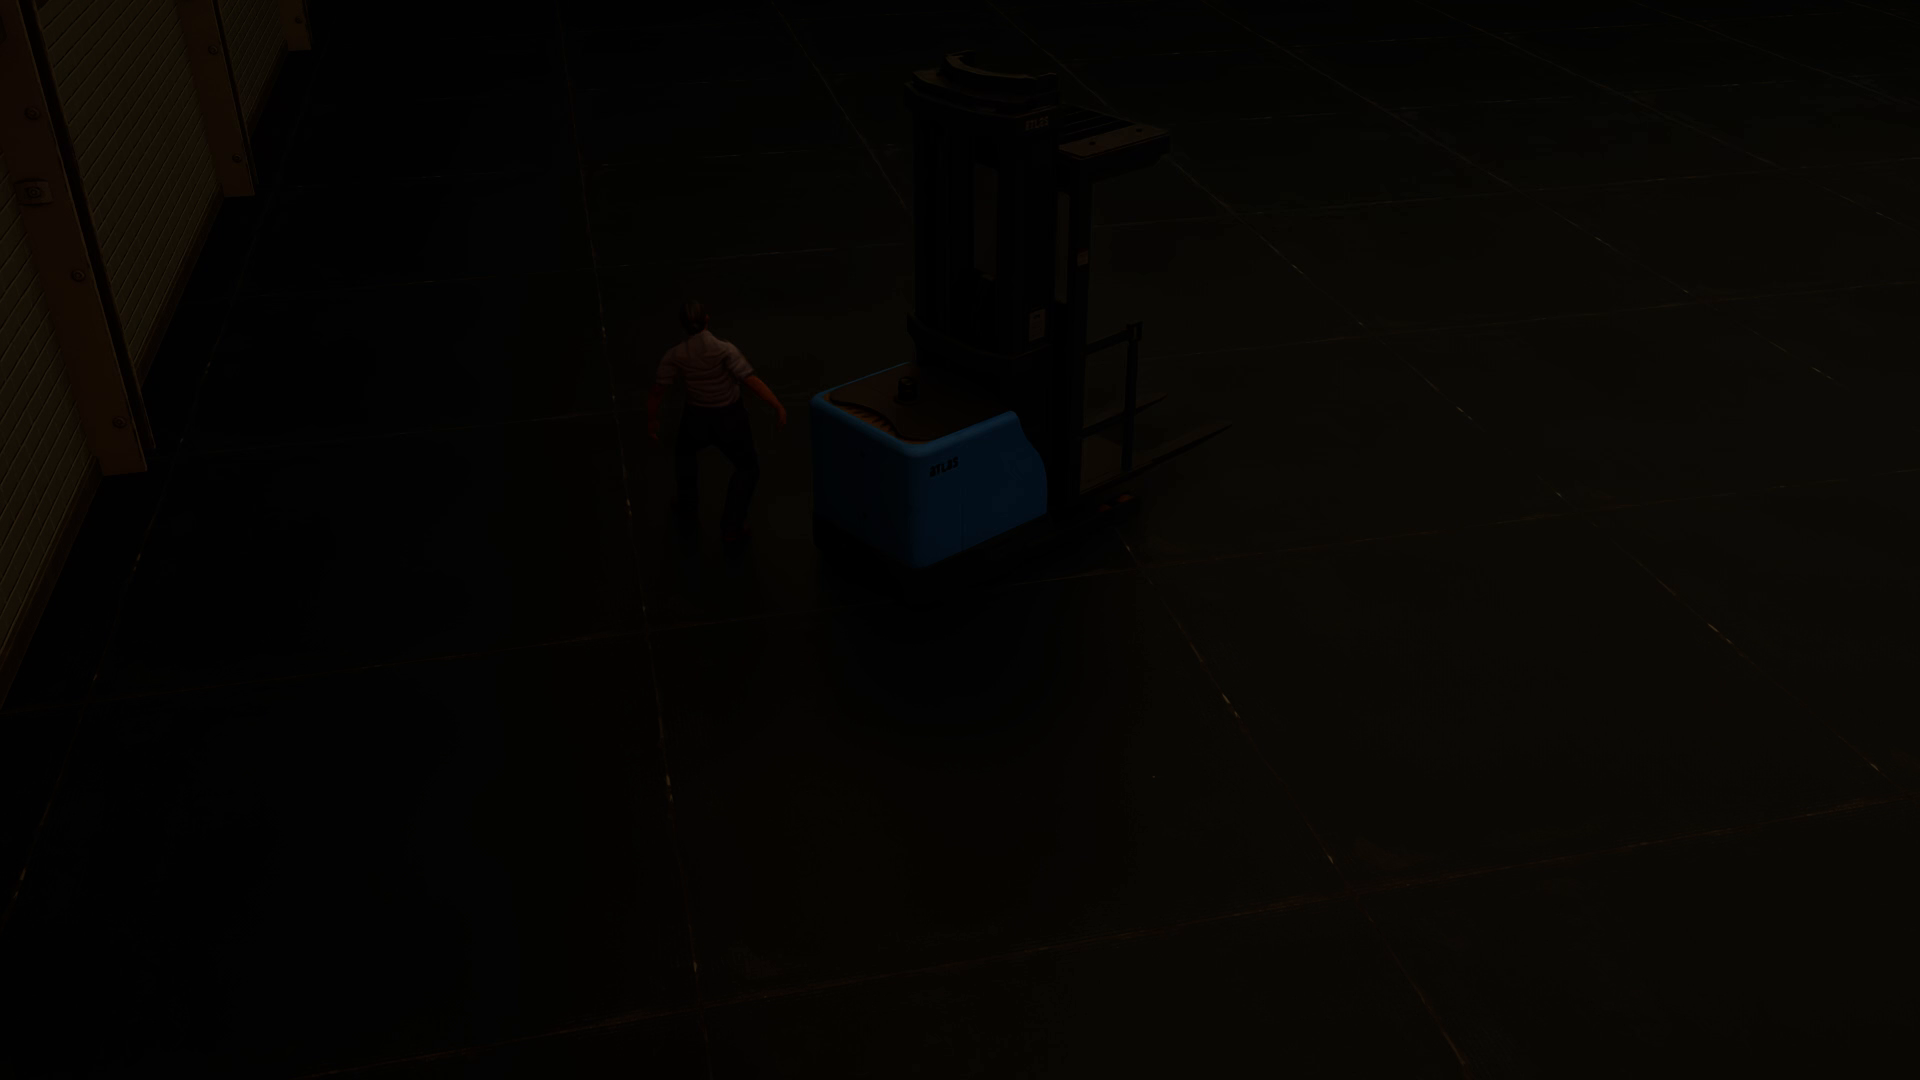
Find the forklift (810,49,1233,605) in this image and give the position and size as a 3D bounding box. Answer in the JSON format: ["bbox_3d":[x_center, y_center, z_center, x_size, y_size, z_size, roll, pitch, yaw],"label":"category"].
[{"bbox_3d":[0.531,-1.505,10.174,3.031,2.935,1.130,-24,38,-35],"label":"forklift"}]

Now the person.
[{"bbox_3d":[-1.493,-0.760,10.254,0.883,1.566,0.598,4,30,7],"label":"person"}]
